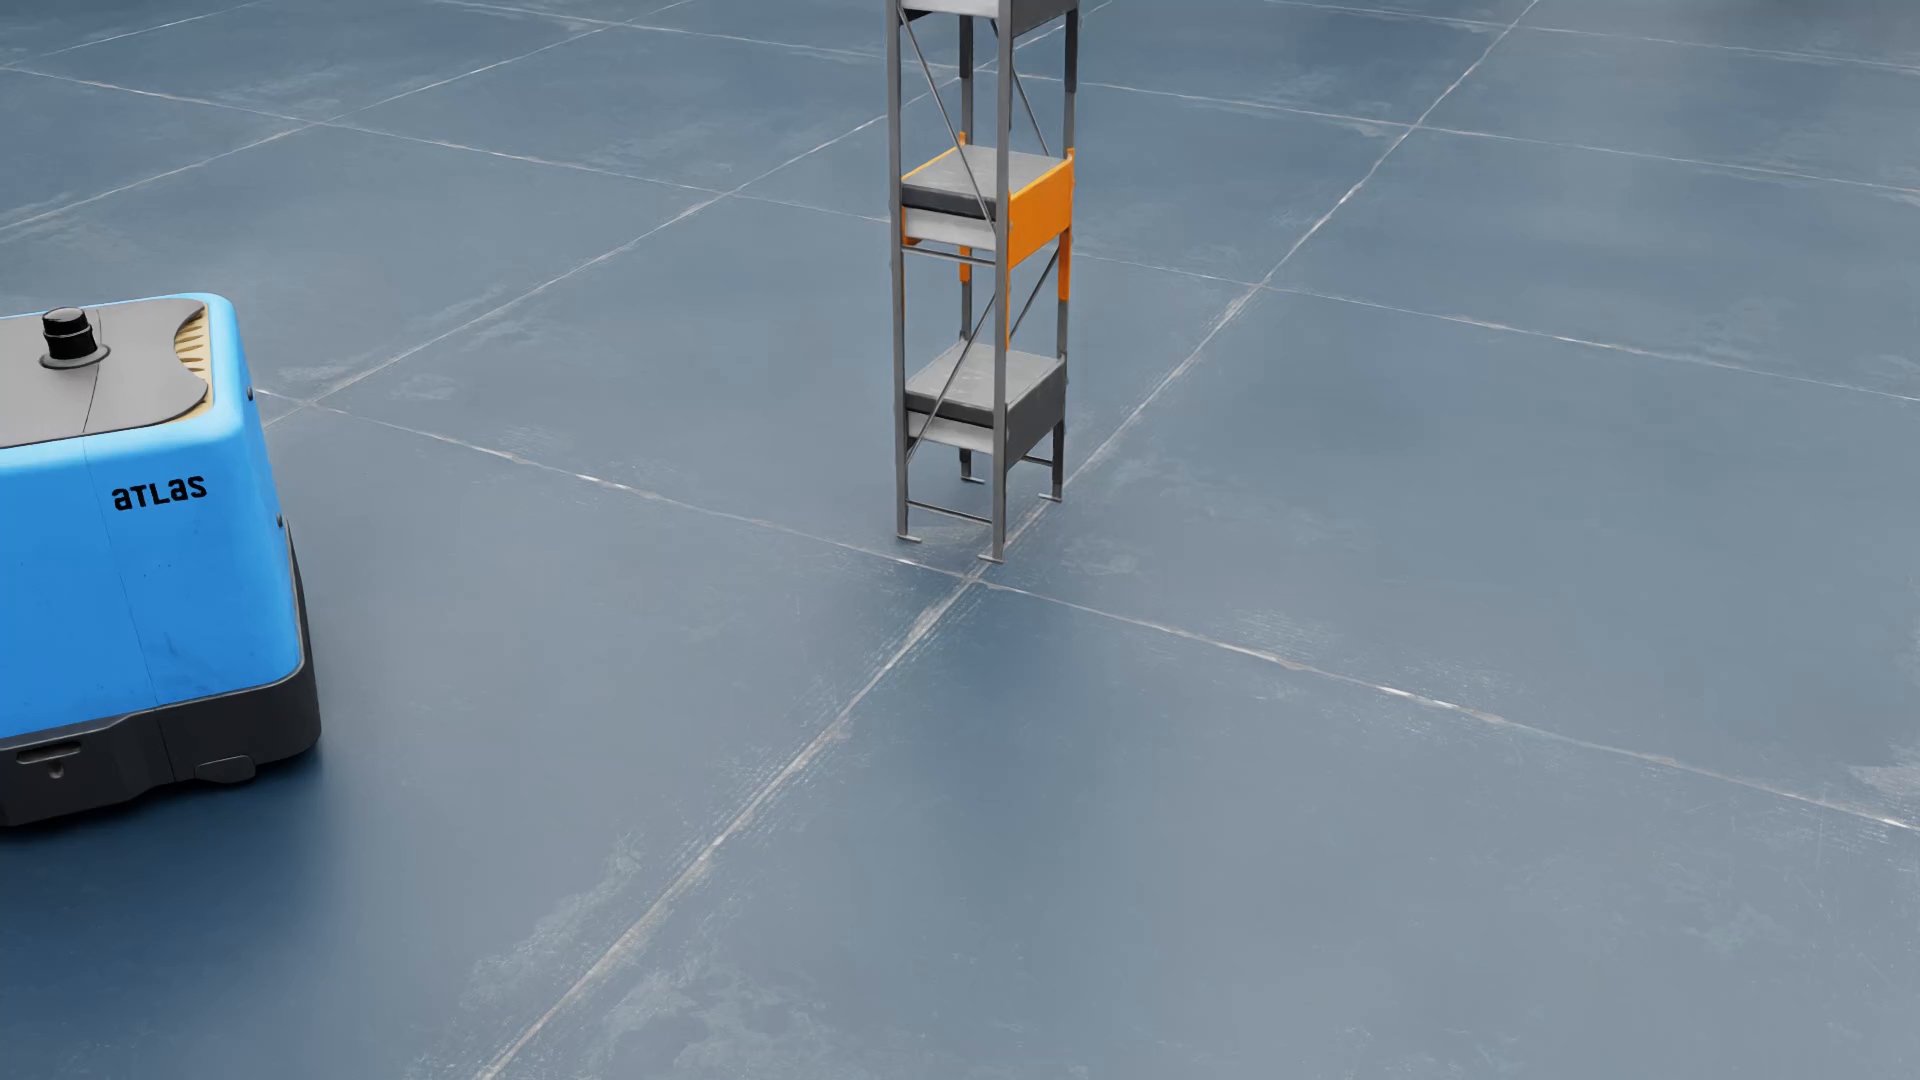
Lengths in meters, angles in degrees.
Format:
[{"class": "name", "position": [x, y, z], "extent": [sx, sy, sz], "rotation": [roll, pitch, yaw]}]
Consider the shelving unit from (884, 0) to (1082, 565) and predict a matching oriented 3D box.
[{"class": "shelving unit", "position": [0.075, -0.984, 5.355], "extent": [0.431, 2.100, 0.503], "rotation": [14, 33, 23]}]

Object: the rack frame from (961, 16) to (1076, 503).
[{"class": "rack frame", "position": [0.187, -1.092, 5.543], "extent": [0.400, 2.100, 0.015], "rotation": [14, 33, 23]}]

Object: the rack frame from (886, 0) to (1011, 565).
[{"class": "rack frame", "position": [-0.036, -0.876, 5.167], "extent": [0.400, 2.100, 0.015], "rotation": [14, 33, 23]}]

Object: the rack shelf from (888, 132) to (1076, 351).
[{"class": "rack shelf", "position": [0.075, -0.972, 5.362], "extent": [0.431, 0.518, 0.480], "rotation": [14, 33, 23]}]

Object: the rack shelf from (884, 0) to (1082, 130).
[{"class": "rack shelf", "position": [0.075, -1.579, 5.013], "extent": [0.431, 0.518, 0.480], "rotation": [14, 33, 23]}]

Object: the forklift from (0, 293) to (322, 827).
[{"class": "forklift", "position": [-3.357, -0.582, 3.821], "extent": [3.031, 2.935, 1.130], "rotation": [-12, 32, -19]}]

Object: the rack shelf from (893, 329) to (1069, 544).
[{"class": "rack shelf", "position": [0.075, -0.365, 5.710], "extent": [0.431, 0.518, 0.480], "rotation": [14, 33, 23]}]
